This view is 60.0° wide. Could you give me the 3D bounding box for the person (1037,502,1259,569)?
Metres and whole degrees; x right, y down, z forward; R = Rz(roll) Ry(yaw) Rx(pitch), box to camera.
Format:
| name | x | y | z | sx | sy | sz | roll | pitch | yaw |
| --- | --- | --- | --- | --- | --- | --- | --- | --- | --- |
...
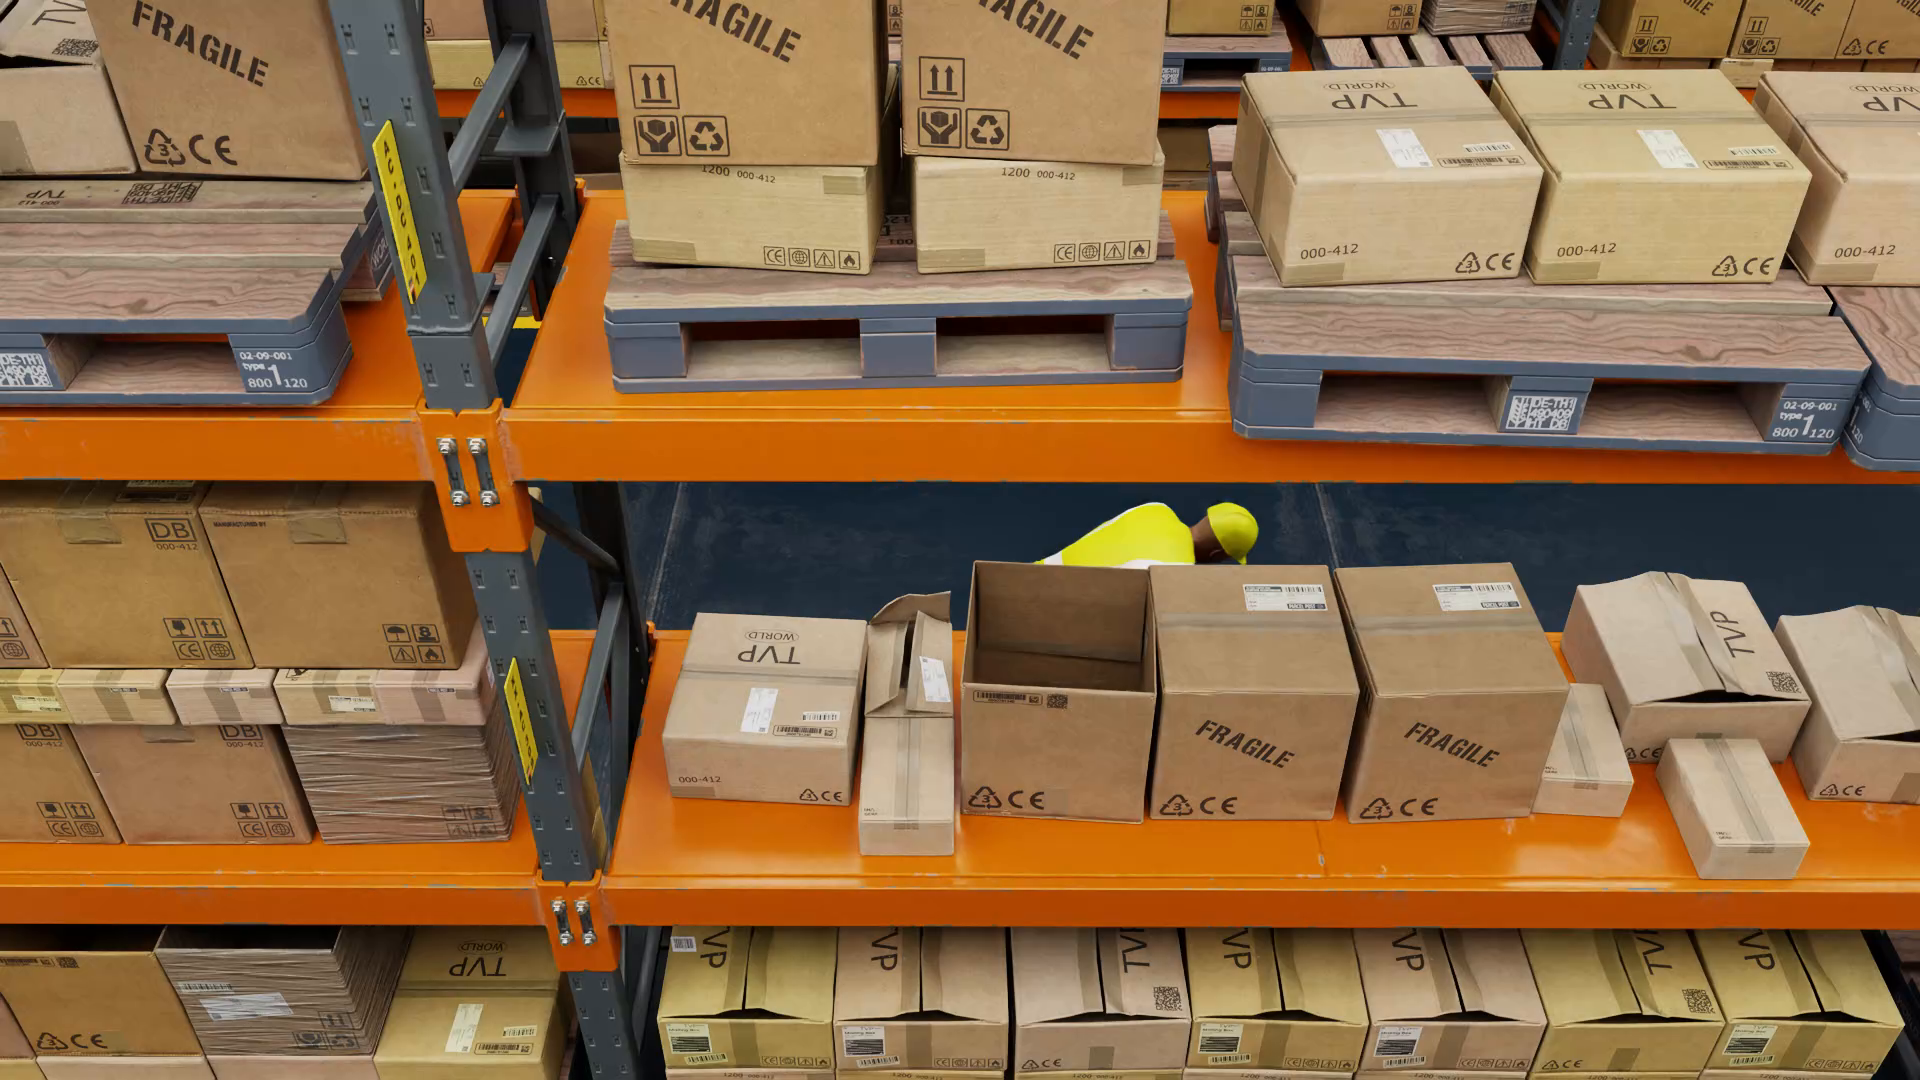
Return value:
| name | x | y | z | sx | sy | sz | roll | pitch | yaw |
| --- | --- | --- | --- | --- | --- | --- | --- | --- | --- |
| person | 0.682 | 0.250 | 6.499 | 0.896 | 0.926 | 0.569 | 0 | 39 | 0 |
